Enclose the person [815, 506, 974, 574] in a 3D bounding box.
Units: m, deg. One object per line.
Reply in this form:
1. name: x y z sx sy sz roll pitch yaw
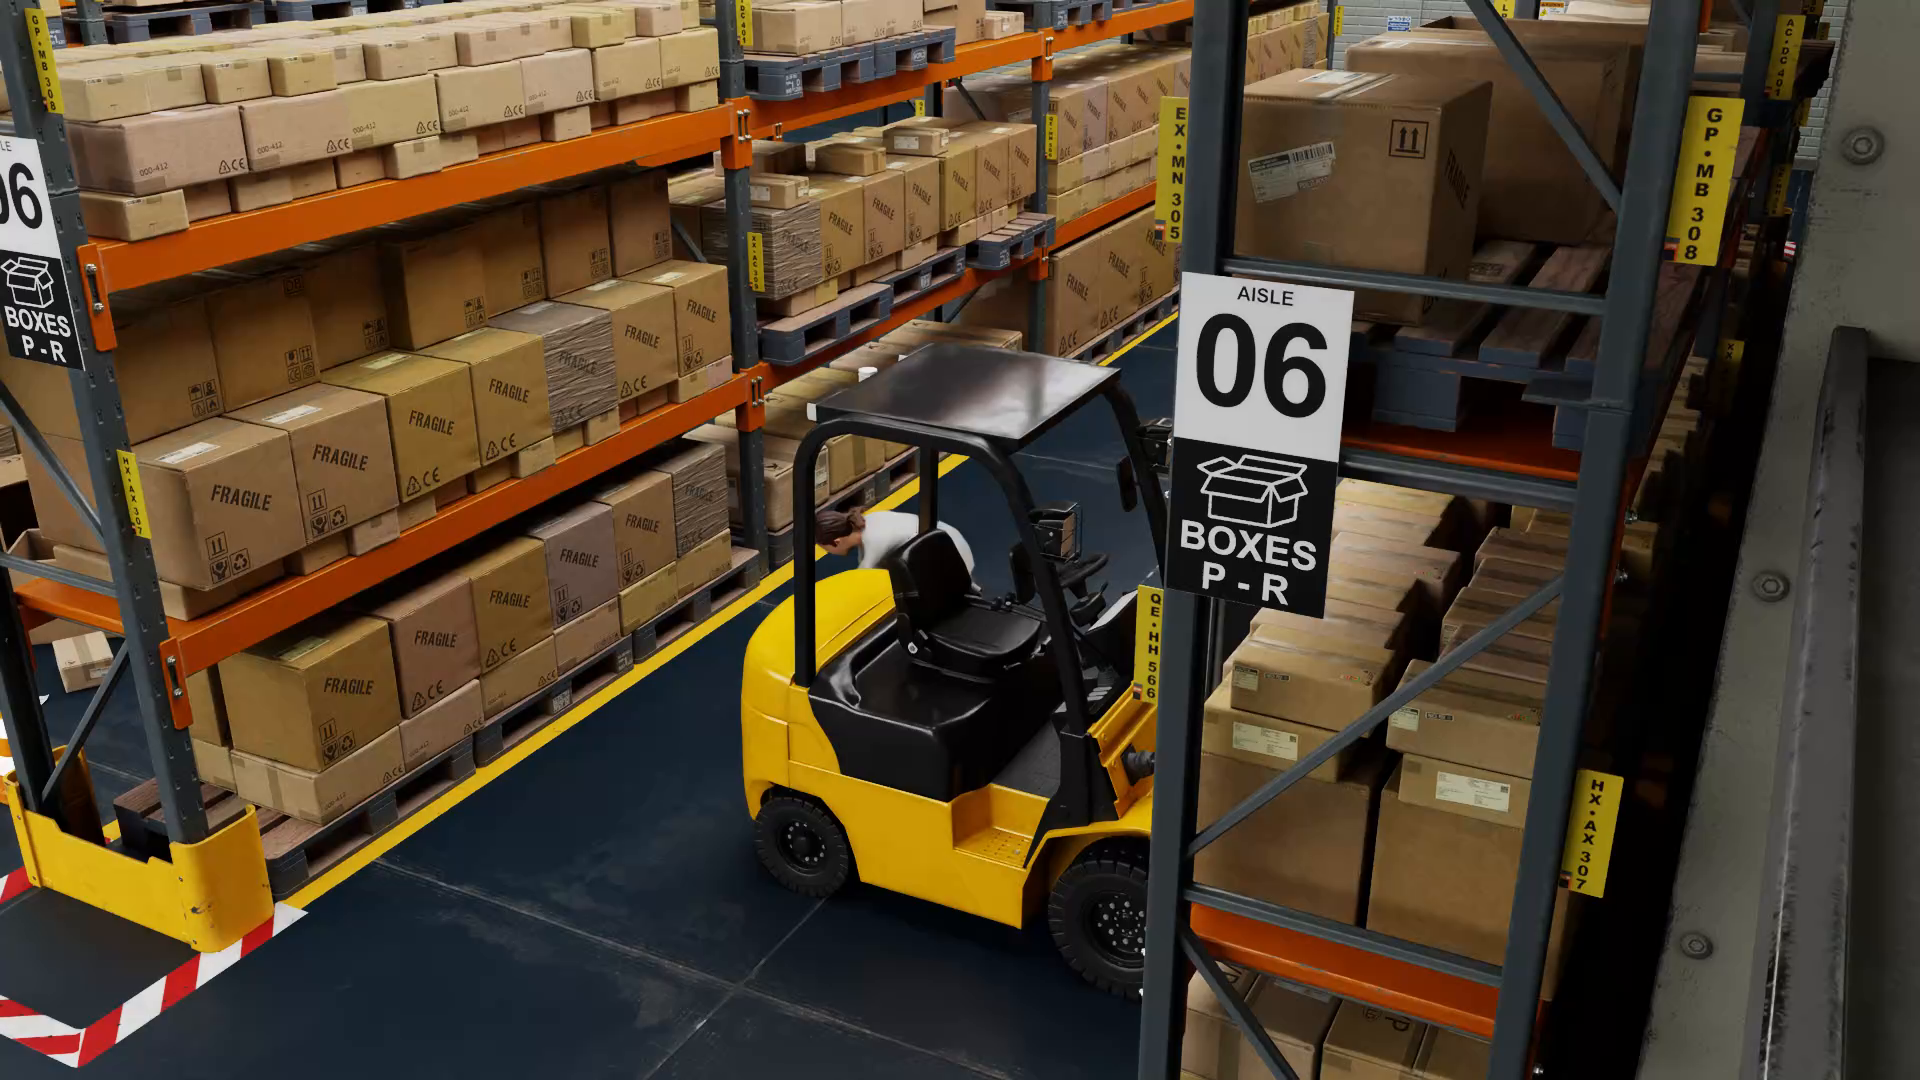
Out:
1. person: -0.353 0.261 8.744 0.852 0.935 0.474 -2 23 -4
